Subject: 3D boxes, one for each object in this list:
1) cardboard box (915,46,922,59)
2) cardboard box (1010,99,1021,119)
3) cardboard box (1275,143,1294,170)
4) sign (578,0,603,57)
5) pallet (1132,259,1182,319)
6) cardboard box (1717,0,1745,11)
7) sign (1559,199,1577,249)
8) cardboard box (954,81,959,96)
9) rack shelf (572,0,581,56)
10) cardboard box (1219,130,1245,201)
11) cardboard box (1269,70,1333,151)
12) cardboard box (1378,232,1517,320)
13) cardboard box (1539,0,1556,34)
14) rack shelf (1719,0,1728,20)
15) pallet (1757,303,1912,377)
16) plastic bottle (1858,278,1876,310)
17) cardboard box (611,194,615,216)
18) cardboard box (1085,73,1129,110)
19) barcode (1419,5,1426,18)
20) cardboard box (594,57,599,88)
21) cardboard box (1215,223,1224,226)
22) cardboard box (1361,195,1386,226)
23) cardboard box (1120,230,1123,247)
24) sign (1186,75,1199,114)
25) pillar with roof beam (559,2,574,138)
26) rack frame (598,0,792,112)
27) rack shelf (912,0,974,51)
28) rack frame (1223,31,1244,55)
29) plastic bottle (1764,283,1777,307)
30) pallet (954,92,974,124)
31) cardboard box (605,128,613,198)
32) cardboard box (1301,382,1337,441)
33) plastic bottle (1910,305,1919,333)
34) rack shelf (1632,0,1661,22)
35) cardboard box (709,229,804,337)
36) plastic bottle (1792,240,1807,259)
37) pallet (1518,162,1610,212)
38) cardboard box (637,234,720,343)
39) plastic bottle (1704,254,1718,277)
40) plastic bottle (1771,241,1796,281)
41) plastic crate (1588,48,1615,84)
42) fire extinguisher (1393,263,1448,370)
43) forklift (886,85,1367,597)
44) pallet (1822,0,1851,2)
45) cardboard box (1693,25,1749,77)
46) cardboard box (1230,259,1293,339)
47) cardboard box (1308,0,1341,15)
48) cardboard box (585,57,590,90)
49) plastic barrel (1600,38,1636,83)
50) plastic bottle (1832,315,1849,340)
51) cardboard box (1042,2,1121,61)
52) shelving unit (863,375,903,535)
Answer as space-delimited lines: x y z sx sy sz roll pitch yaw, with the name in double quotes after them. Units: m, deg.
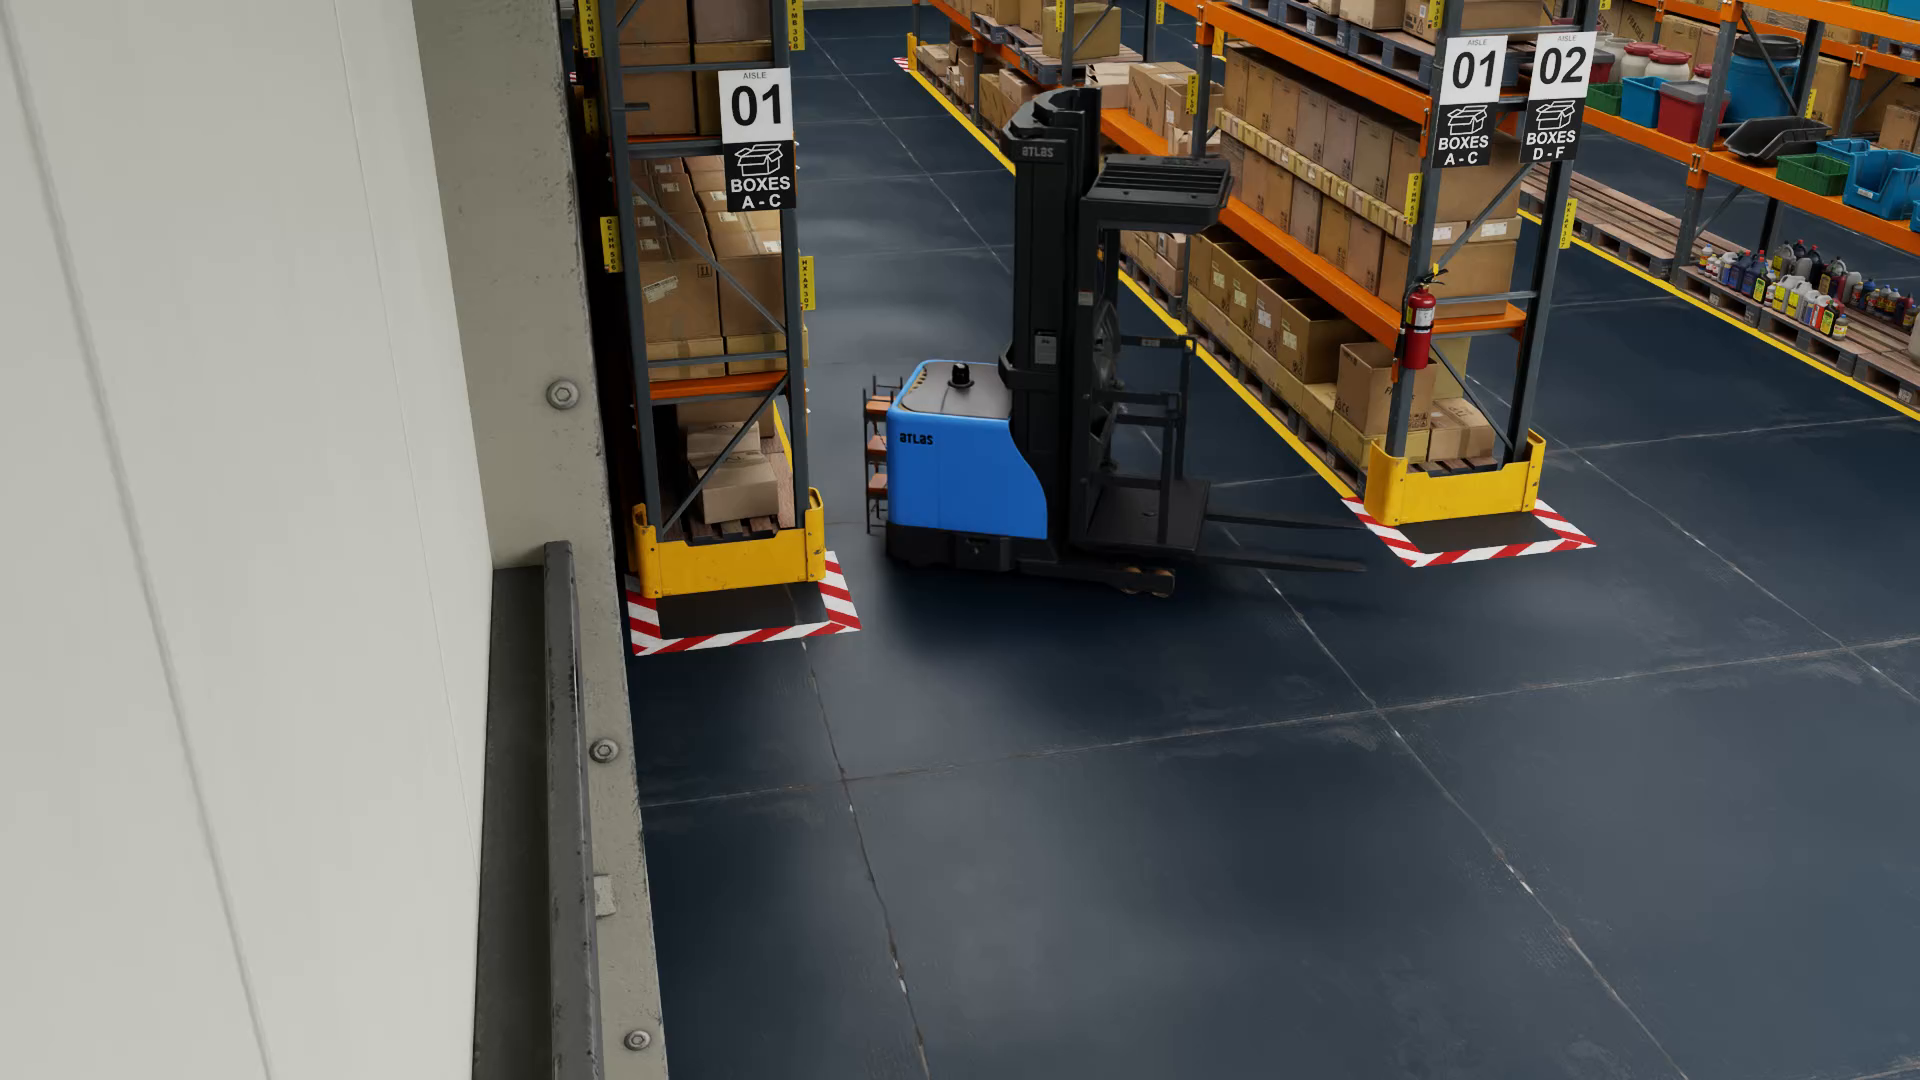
-0.458 -7.303 24.912 0.380 0.149 0.250 -6 27 -12 "cardboard box"
0.905 -5.010 19.980 0.500 0.500 0.500 -7 28 -14 "cardboard box"
2.653 -2.961 12.804 0.380 0.149 0.250 -7 28 -13 "cardboard box"
-1.982 -2.756 8.917 0.100 0.325 0.005 -6 27 -12 "sign"
2.283 -2.405 15.627 1.003 0.211 1.213 -6 27 -12 "pallet"
10.423 -7.223 21.968 0.500 0.500 0.500 -7 28 -13 "cardboard box"
3.930 -2.050 10.780 0.100 0.325 0.005 -6 27 -12 "sign"
0.136 -6.146 22.619 0.380 0.149 0.250 -6 27 -12 "cardboard box"
-4.592 -6.894 22.225 1.077 0.370 4.000 -6 27 -12 "rack shelf"
2.593 -3.181 13.958 0.700 0.500 0.500 -7 28 -13 "cardboard box"
2.820 -3.318 12.791 0.700 0.500 0.500 -6 27 -12 "cardboard box"
3.295 -1.825 11.272 0.700 0.500 0.500 -6 27 -12 "cardboard box"
9.657 -8.569 26.636 0.875 0.875 0.875 -6 27 -12 "cardboard box"
6.863 -5.727 16.584 1.077 0.370 4.000 -6 27 -12 "rack shelf"
7.703 -1.751 14.331 1.003 0.211 1.213 -6 27 -12 "pallet"
7.965 -2.165 14.596 0.097 0.271 0.097 0 27 0 "plastic bottle"
-2.442 -2.539 12.943 0.500 0.250 0.500 -6 27 -11 "cardboard box"
1.598 -4.634 17.048 0.500 0.311 0.500 -6 27 -12 "cardboard box"
2.850 -3.256 10.245 0.001 0.075 0.075 -6 27 -12 "barcode"
-2.017 -3.061 10.369 0.500 0.500 0.500 -7 28 -14 "cardboard box"
2.636 -2.747 15.174 0.500 0.311 0.500 -6 27 -11 "cardboard box"
2.998 -2.284 11.461 0.380 0.149 0.250 -6 27 -12 "cardboard box"
1.770 -3.113 16.521 0.500 0.250 0.500 -5 27 -11 "cardboard box"
1.960 -3.752 14.005 0.100 0.325 0.005 -6 27 -12 "sign"
-0.948 -9.672 20.273 9.100 9.000 0.400 -6 27 -12 "pillar with roof beam"
-1.437 -3.748 8.535 1.000 3.000 0.127 -6 27 -12 "rack frame"
0.233 -7.399 23.225 1.077 0.370 4.000 -6 27 -12 "rack shelf"
4.609 -9.100 25.796 1.000 3.000 0.127 -6 27 -12 "rack frame"
7.175 -2.173 14.689 0.097 0.201 0.097 0 27 0 "plastic bottle"
0.530 -5.899 22.549 1.003 0.211 1.213 -6 27 -12 "pallet"
-2.436 -2.875 12.775 0.500 0.500 0.500 -7 28 -13 "cardboard box"
2.855 -0.958 12.251 0.500 0.250 0.500 -6 27 -12 "cardboard box"
8.110 -1.882 14.035 0.097 0.271 0.097 0 27 0 "plastic bottle"
9.885 -8.403 25.215 1.077 0.370 4.000 -6 27 -12 "rack shelf"
-1.252 -1.586 10.222 0.500 0.500 0.500 -6 27 -12 "cardboard box"
7.739 -2.592 15.354 0.144 0.351 0.185 -7 28 -13 "plastic bottle"
6.549 -3.999 18.784 1.003 0.211 1.213 -6 27 -12 "pallet"
-1.751 -1.532 10.114 0.500 0.500 0.500 -6 27 -12 "cardboard box"
6.981 -2.550 15.436 0.097 0.201 0.097 0 27 0 "plastic bottle"
7.599 -2.577 15.325 0.144 0.351 0.185 -6 27 -12 "plastic bottle"
6.478 -4.876 17.356 0.402 0.464 0.583 -6 27 -12 "plastic crate"
2.962 -1.441 10.708 0.296 0.674 0.183 -6 27 -12 "fire extinguisher"
1.094 -1.215 10.250 3.031 2.935 1.130 6 27 11 "forklift"
7.571 -4.779 14.117 1.213 0.211 1.003 -6 27 -12 "pallet"
10.702 -6.414 22.368 1.225 0.875 0.875 -7 28 -13 "cardboard box"
2.512 -1.951 13.385 0.500 0.500 0.500 -6 27 -12 "cardboard box"
2.746 -3.846 11.537 0.500 0.311 0.500 -3 27 -6 "cardboard box"
-3.603 -4.948 17.108 0.500 0.500 0.500 -6 27 -11 "cardboard box"
6.947 -5.023 17.594 0.421 0.512 0.421 0 27 0 "plastic barrel"
7.374 -1.784 13.920 0.097 0.201 0.097 0 27 0 "plastic bottle"
1.334 -5.583 18.252 0.700 0.500 0.500 -16 31 -29 "cardboard box"
-0.499 -0.549 11.019 0.215 1.050 0.252 6 27 11 "shelving unit"
